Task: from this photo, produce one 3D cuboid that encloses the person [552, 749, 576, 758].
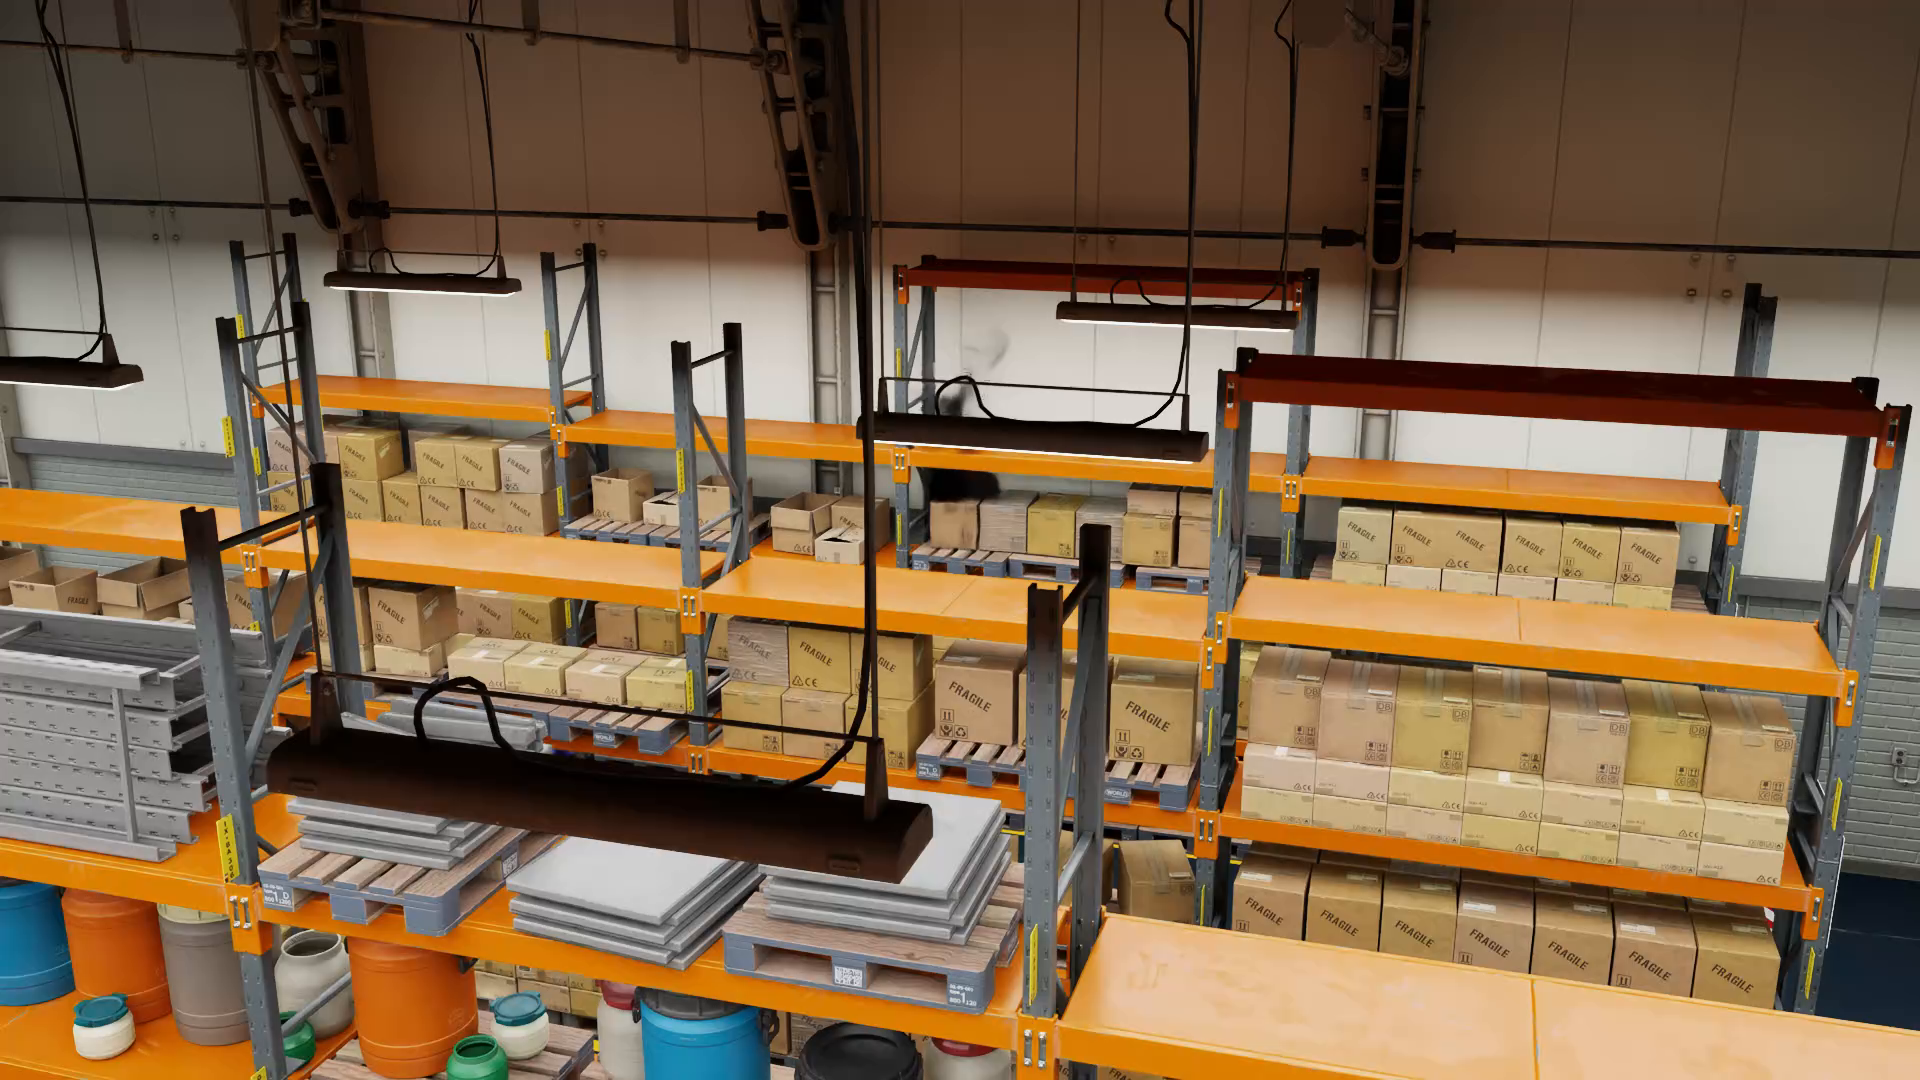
[{"bbox_3d":[-4.144,2.618,16.637,0.752,1.724,0.546,3,16,11],"label":"person"}]
